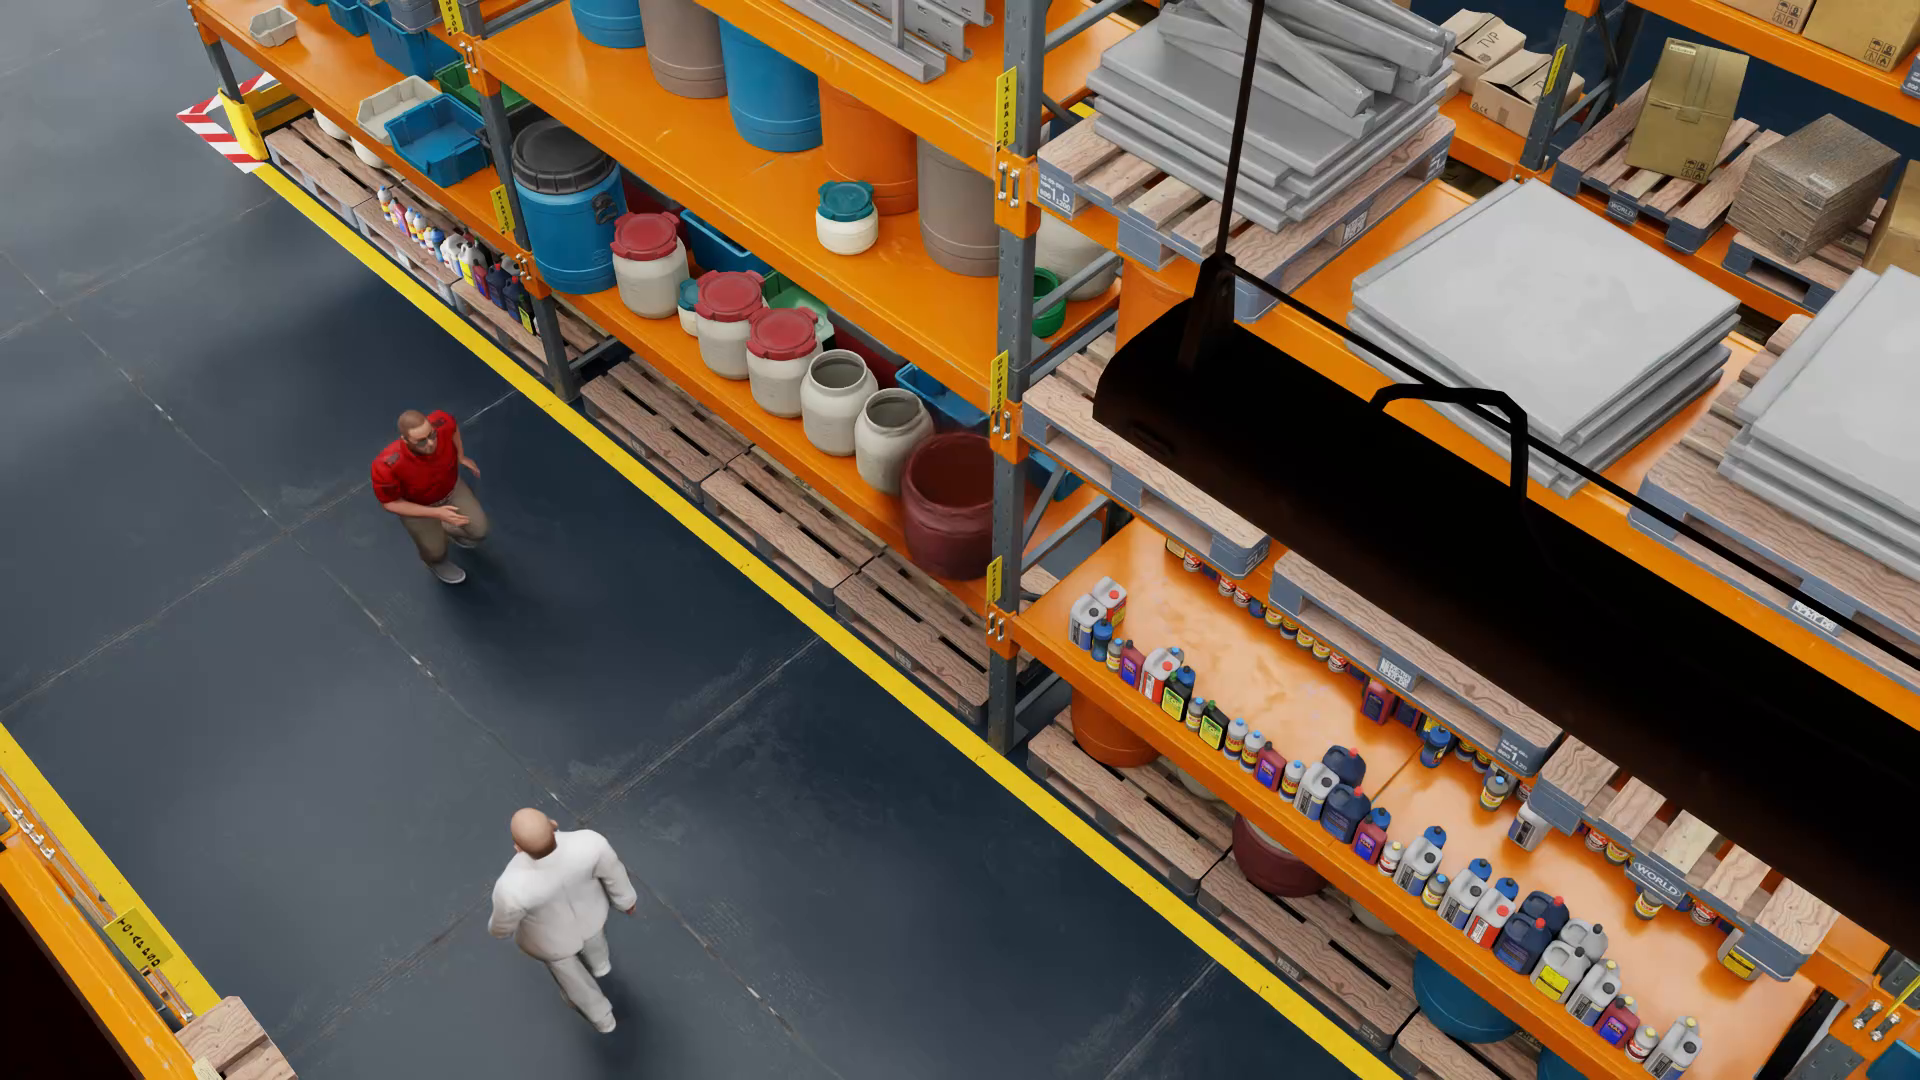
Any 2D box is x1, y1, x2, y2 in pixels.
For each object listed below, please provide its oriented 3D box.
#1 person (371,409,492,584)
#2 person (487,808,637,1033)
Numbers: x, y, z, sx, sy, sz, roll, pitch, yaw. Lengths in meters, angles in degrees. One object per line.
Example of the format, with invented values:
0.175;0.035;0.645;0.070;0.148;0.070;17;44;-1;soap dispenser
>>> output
-3.022;-0.241;9.549;0.644;1.613;0.772;-37;59;-27;person
-1.840;1.678;7.628;0.633;1.644;0.648;-32;57;-24;person
